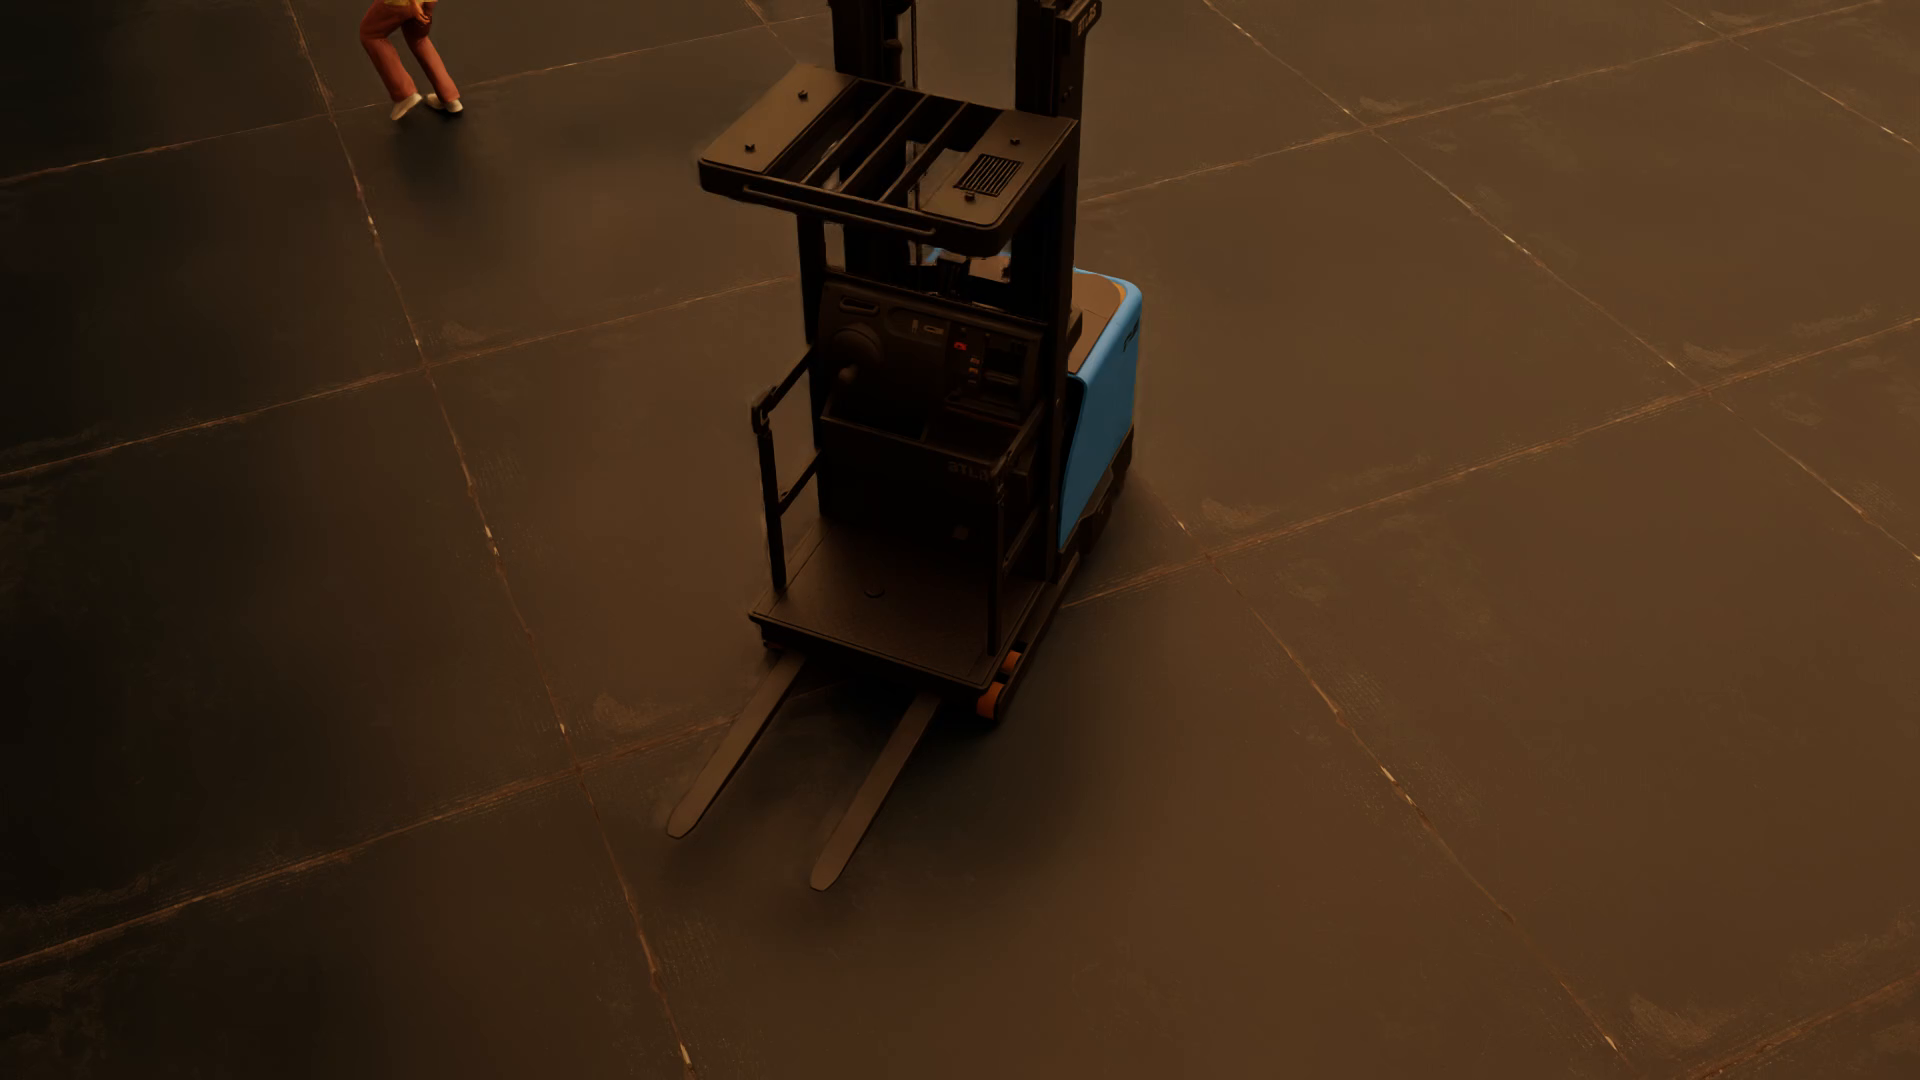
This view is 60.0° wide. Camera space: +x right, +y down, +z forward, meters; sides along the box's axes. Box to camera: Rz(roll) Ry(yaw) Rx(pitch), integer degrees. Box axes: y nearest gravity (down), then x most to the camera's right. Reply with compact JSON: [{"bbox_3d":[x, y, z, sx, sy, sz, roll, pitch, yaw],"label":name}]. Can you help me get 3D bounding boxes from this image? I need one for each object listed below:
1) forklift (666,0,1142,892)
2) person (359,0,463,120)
[{"bbox_3d":[-0.211,-0.652,6.379,1.130,2.935,3.031,16,45,17],"label":"forklift"},{"bbox_3d":[-3.414,-3.351,10.270,0.697,1.647,0.590,16,45,16],"label":"person"}]
